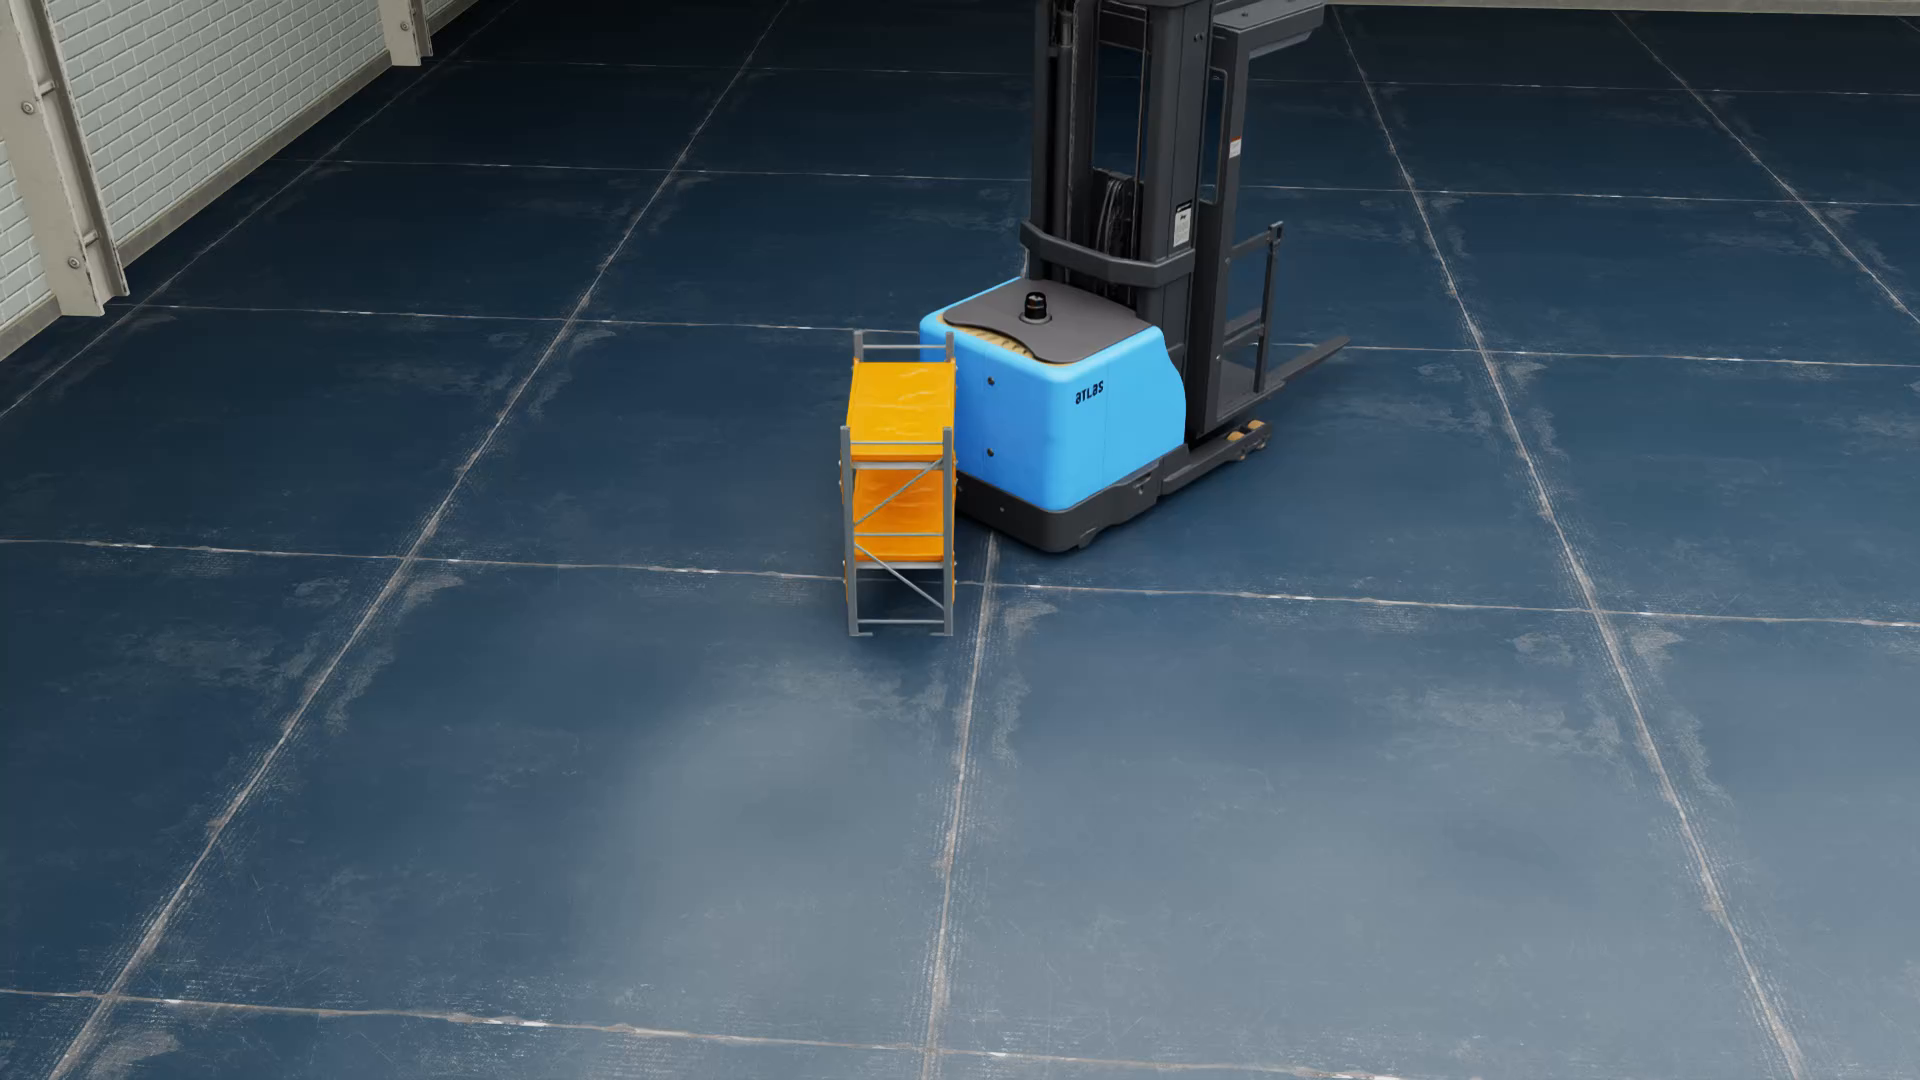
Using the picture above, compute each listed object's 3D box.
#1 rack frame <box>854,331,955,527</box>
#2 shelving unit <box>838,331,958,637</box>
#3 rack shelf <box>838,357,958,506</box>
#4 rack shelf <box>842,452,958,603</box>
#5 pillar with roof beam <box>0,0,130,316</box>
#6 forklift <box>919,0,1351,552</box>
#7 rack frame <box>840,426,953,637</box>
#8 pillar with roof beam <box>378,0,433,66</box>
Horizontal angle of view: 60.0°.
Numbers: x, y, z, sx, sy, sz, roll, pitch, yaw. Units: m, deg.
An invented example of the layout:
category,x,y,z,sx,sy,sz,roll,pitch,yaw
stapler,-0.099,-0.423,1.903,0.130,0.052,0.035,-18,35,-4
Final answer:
category,x,y,z,sx,sy,sz,roll,pitch,yaw
rack frame,-0.279,-0.555,8.579,0.500,1.125,0.032,0,32,0
shelving unit,-0.281,-0.288,8.146,0.538,1.125,1.048,0,32,0
rack shelf,-0.281,-0.538,7.992,0.538,0.278,1.000,0,32,0
rack shelf,-0.281,-0.080,8.274,0.538,0.278,1.000,0,32,0
pillar with roof beam,-1.630,-5.263,8.713,9.100,9.000,0.400,2,32,4
forklift,1.155,-1.864,8.981,1.130,2.935,3.031,27,40,36
rack frame,-0.284,-0.022,7.713,0.500,1.125,0.032,0,32,0
pillar with roof beam,-1.141,-8.400,13.804,9.100,9.000,0.400,2,32,4
